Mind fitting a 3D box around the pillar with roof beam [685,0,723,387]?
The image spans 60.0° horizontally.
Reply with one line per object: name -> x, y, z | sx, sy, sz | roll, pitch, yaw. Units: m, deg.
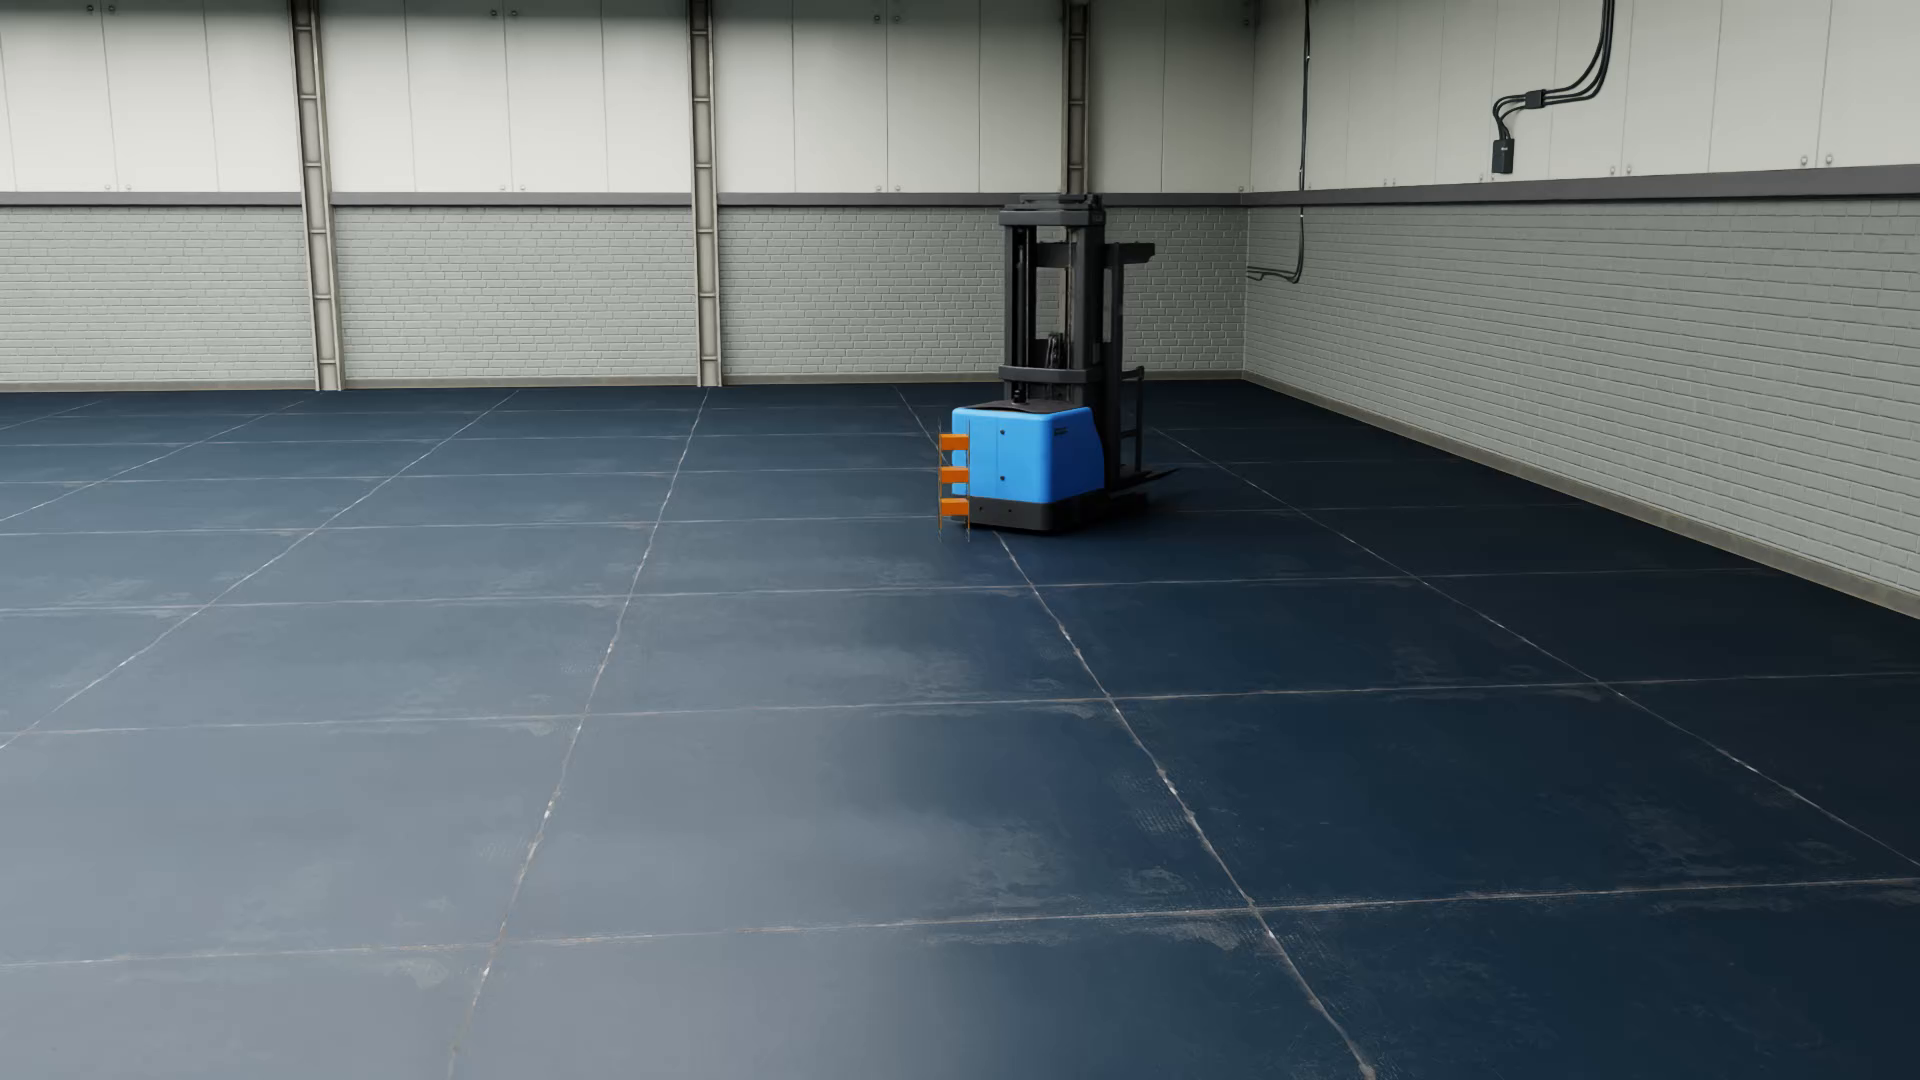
pillar with roof beam -> -3.629, -6.119, 22.163 | 0.548, 9.000, 9.100 | -1, 11, -6

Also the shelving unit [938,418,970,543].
shelving unit -> -0.053, -0.514, 14.261 | 0.252, 1.050, 0.215 | -1, 11, -6

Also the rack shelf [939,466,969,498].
rack shelf -> -0.053, -0.504, 14.263 | 0.240, 0.259, 0.215 | -1, 11, -6

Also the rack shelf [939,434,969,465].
rack shelf -> -0.053, -0.782, 14.208 | 0.240, 0.259, 0.215 | -1, 11, -6

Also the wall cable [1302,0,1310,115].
wall cable -> 5.235, -7.313, 23.194 | 0.112, 2.526, 3.097 | -1, 11, -6

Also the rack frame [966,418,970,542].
rack frame -> 0.068, -0.517, 14.274 | 0.008, 1.050, 0.200 | -1, 11, -6

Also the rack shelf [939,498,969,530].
rack shelf -> -0.053, -0.231, 14.317 | 0.240, 0.259, 0.215 | -1, 11, -6

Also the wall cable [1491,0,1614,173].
wall cable -> 5.952, -6.725, 16.430 | 0.169, 6.003, 2.305 | -1, 11, -6

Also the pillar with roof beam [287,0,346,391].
pillar with roof beam -> -9.594, -5.994, 21.527 | 0.400, 9.000, 9.100 | -1, 11, -6

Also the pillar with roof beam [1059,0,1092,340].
pillar with roof beam -> 2.336, -6.244, 22.799 | 0.548, 9.000, 9.100 | -1, 11, -6

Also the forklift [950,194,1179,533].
forklift -> 1.132, -1.740, 15.621 | 1.130, 2.935, 3.031 | 7, 13, 32

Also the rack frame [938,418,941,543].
rack frame -> -0.174, -0.511, 14.248 | 0.008, 1.050, 0.200 | -1, 11, -6

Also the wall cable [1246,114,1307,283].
wall cable -> 4.943, -5.353, 26.320 | 0.112, 2.526, 3.097 | -1, 11, -6
